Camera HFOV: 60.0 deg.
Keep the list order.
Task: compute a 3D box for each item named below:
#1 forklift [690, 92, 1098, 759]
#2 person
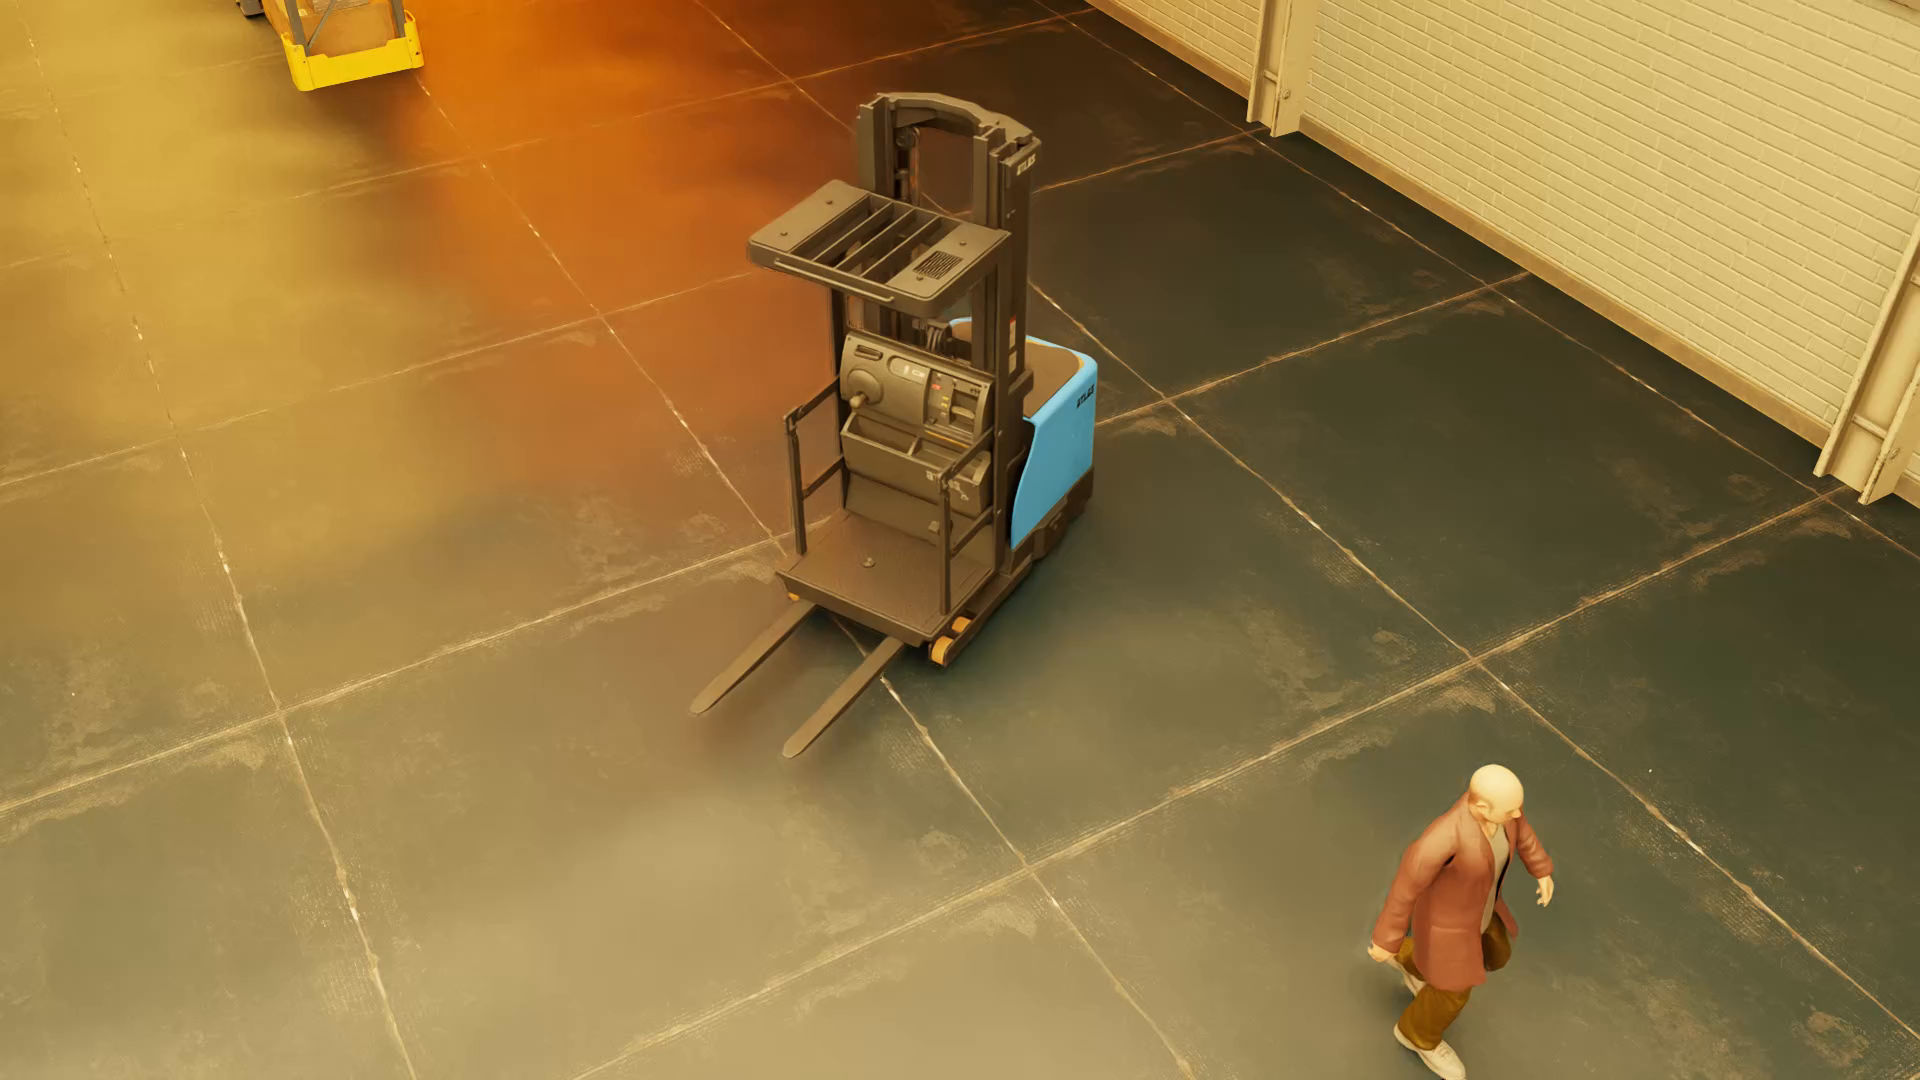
[{"bbox_3d":[-0.363,-0.757,8.948,1.130,2.935,3.031,22,44,24],"label":"forklift"},{"bbox_3d":[2.096,1.565,7.071,0.598,1.760,0.826,31,48,32],"label":"person"}]
